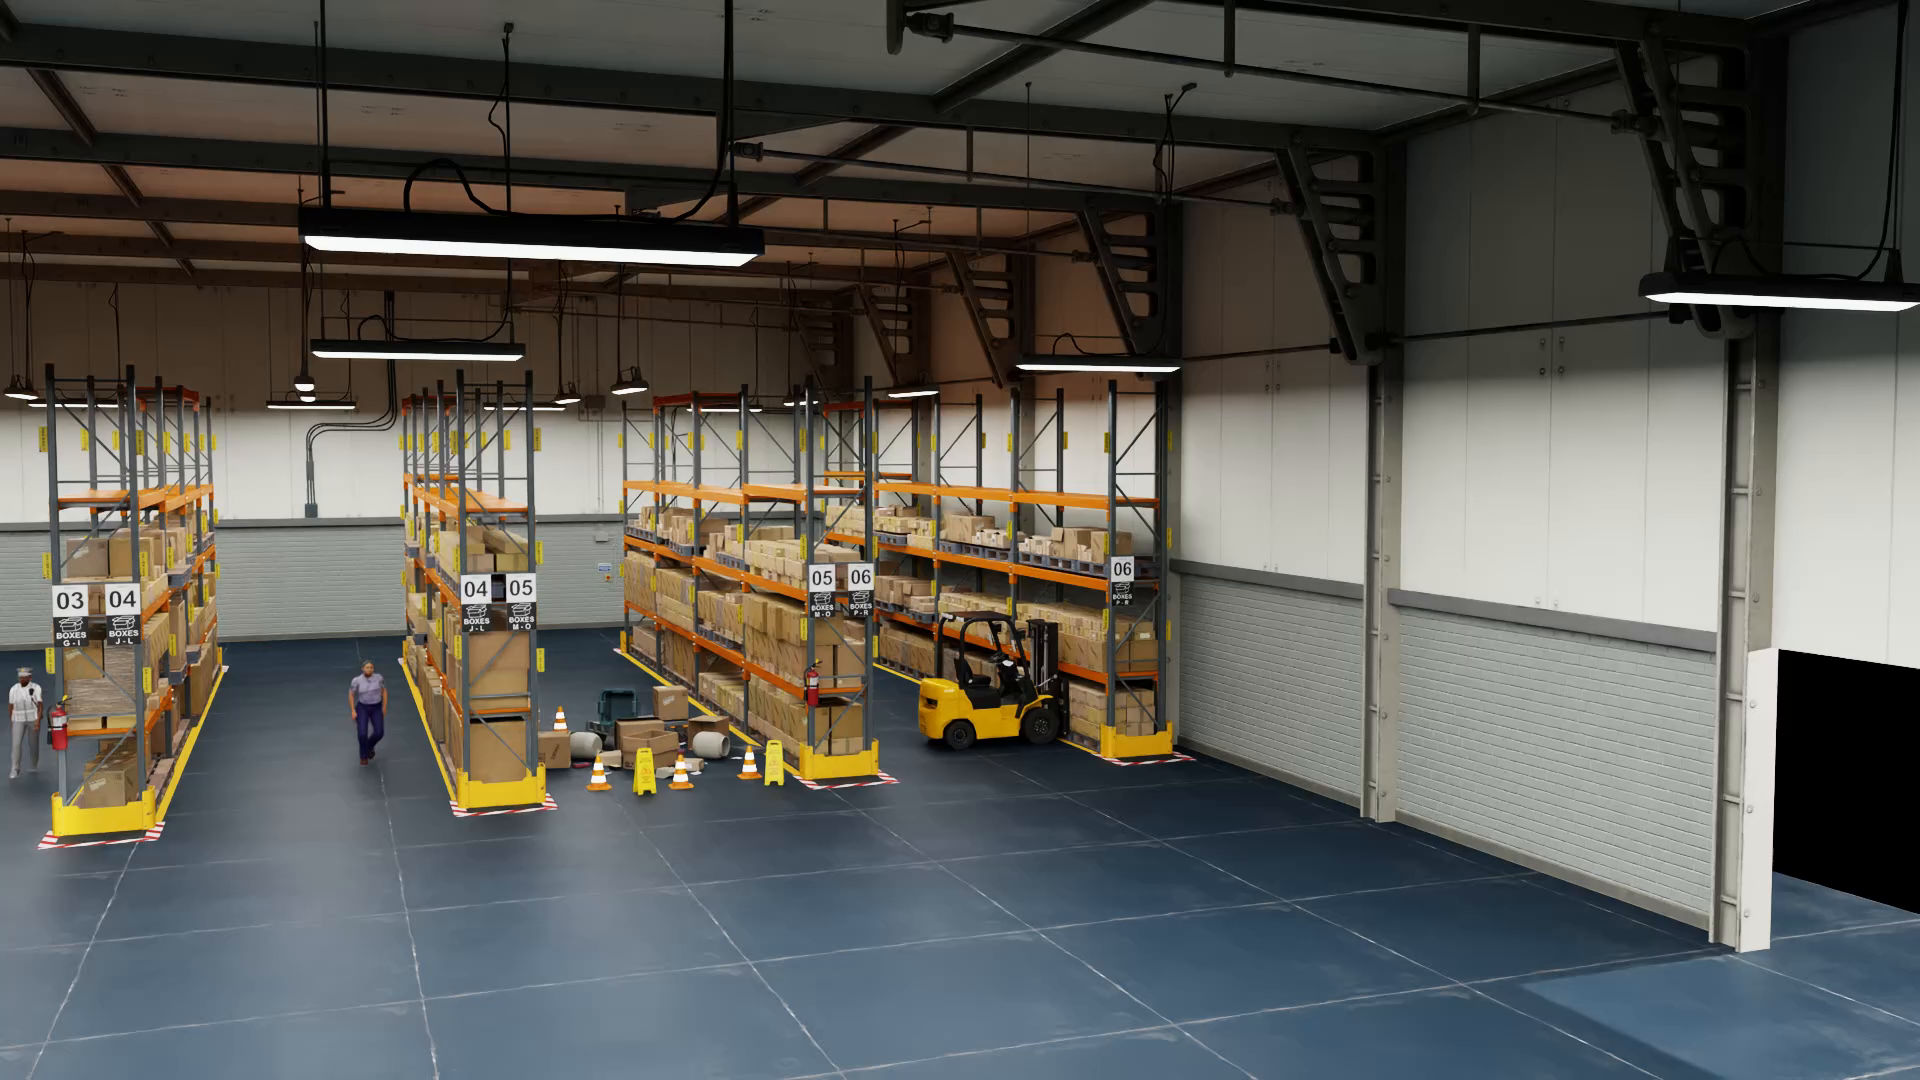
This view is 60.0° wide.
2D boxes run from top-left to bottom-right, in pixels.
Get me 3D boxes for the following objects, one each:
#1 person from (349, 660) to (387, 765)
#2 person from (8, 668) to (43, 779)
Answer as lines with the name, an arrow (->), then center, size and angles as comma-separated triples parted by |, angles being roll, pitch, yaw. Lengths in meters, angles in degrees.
person -> -9.297, 2.676, 26.097 | 0.571, 1.631, 0.557 | -2, 4, -30
person -> -13.971, 2.714, 24.859 | 0.467, 1.619, 0.972 | -2, 4, -28
